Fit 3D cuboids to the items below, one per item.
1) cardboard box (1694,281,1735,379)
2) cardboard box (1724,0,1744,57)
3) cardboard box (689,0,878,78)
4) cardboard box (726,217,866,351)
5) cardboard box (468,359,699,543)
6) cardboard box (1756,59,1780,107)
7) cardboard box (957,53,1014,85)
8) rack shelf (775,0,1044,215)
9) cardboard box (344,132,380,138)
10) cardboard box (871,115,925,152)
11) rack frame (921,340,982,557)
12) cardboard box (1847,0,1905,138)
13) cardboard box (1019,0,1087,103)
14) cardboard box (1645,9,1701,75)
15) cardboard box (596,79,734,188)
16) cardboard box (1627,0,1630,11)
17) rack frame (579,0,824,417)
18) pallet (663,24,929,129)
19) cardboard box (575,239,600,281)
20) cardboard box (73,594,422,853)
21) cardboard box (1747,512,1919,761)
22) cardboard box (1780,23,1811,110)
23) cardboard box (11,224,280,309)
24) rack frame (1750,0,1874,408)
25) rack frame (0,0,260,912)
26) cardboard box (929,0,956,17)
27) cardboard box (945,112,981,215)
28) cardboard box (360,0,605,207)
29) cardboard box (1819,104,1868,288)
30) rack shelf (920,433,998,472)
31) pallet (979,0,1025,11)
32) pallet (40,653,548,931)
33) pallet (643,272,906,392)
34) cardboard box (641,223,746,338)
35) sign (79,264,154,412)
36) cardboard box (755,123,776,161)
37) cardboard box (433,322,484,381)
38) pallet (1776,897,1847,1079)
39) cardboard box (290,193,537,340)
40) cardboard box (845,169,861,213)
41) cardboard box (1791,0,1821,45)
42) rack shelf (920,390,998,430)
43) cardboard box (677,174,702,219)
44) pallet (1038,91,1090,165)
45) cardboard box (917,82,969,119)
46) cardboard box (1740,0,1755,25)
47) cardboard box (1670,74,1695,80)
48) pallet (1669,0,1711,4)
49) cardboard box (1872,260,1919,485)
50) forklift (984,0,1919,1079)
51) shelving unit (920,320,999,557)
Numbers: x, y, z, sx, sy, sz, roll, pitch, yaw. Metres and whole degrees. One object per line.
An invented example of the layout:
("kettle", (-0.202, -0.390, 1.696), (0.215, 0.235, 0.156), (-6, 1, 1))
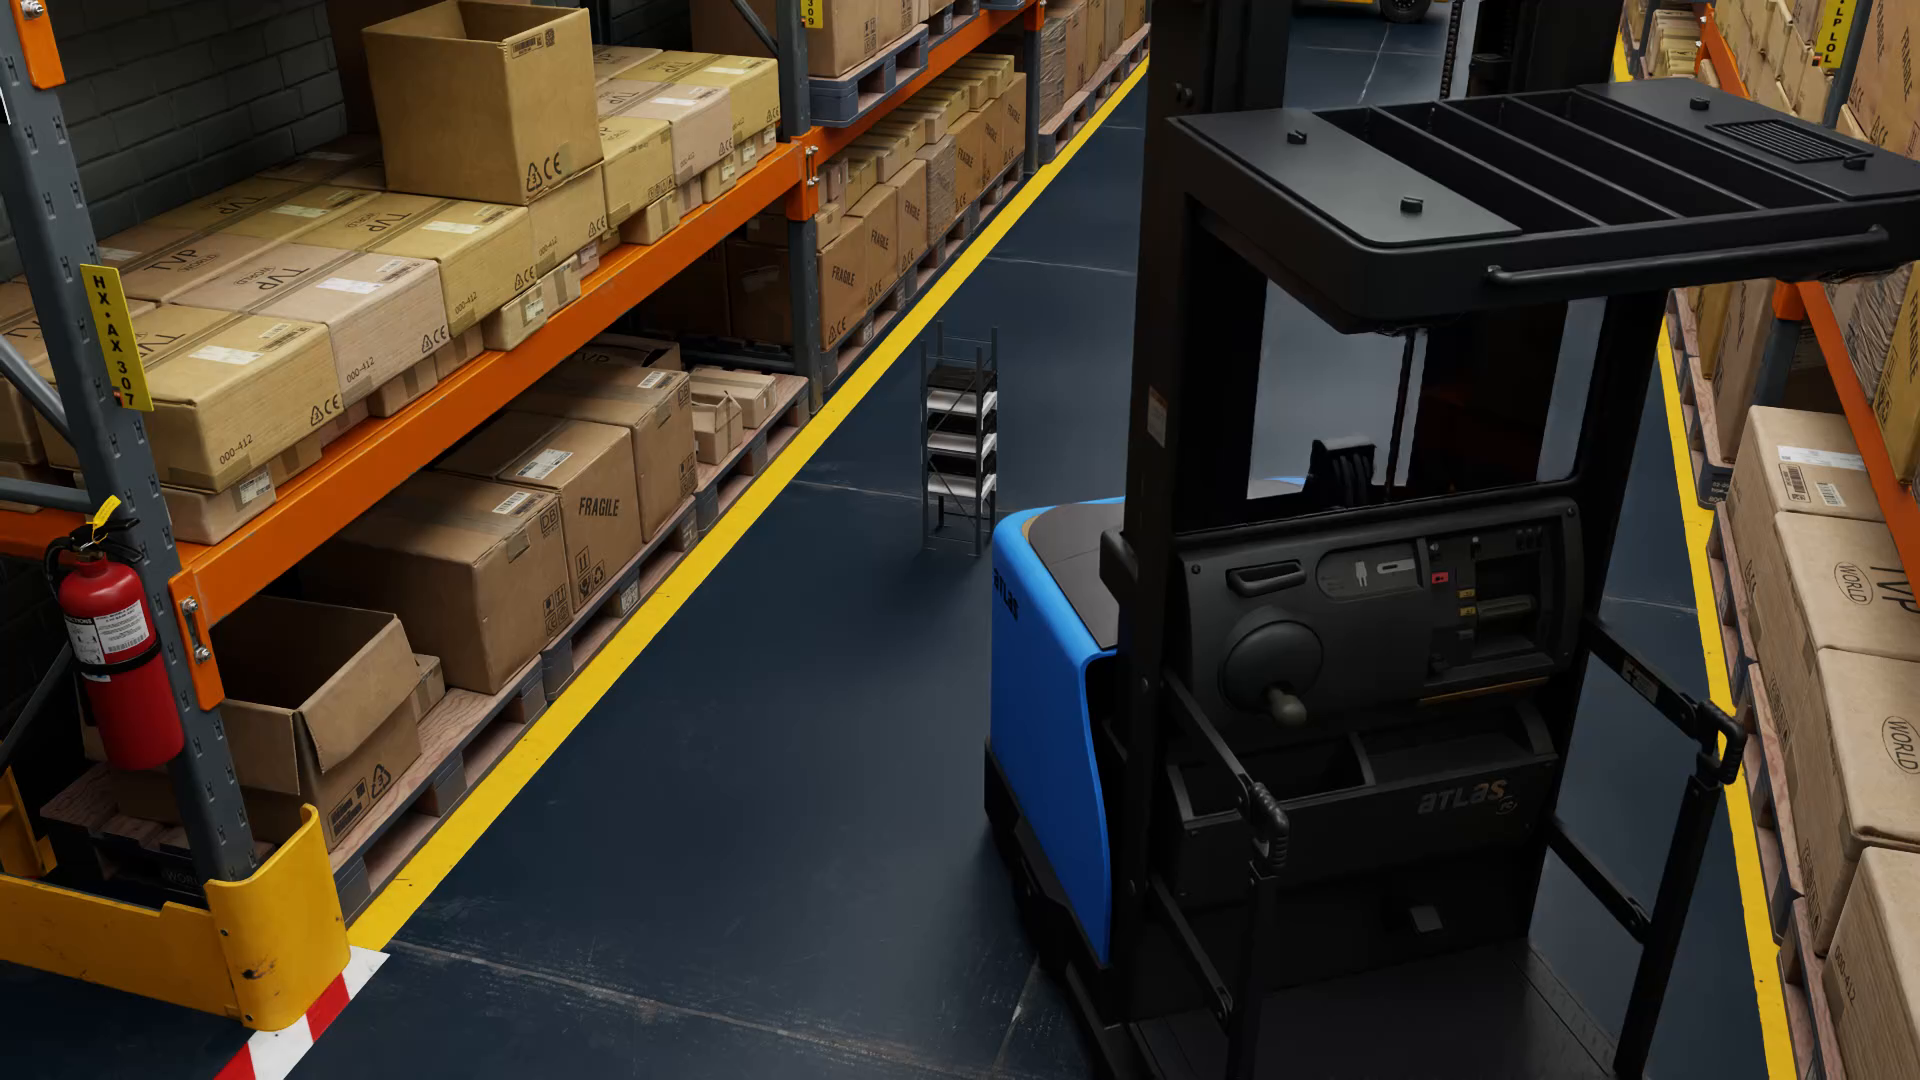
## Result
("cardboard box", (3.966, -1.255, 7.674), (0.875, 0.875, 0.875), (9, 30, 16))
("cardboard box", (4.259, -2.640, 8.565), (0.500, 0.250, 0.500), (8, 30, 13))
("cardboard box", (-0.787, -2.406, 7.455), (0.700, 0.500, 0.500), (9, 30, 16))
("cardboard box", (-0.786, -1.270, 8.087), (0.500, 0.500, 0.500), (10, 31, 17))
("cardboard box", (-1.454, -0.363, 6.457), (0.700, 0.500, 0.500), (7, 30, 13))
("cardboard box", (3.811, -1.927, 7.282), (0.500, 0.250, 0.500), (8, 30, 14))
("cardboard box", (0.128, -2.954, 10.447), (0.380, 0.149, 0.250), (7, 30, 12))
("rack shelf", (-0.556, -2.601, 9.080), (1.077, 0.370, 4.000), (8, 30, 15))
("cardboard box", (-1.841, -1.385, 6.003), (0.500, 0.250, 0.500), (9, 30, 16))
("cardboard box", (-0.409, -2.235, 9.154), (0.380, 0.149, 0.250), (9, 30, 15))
("rack frame", (-0.032, -0.342, 6.440), (0.240, 0.900, 0.006), (8, 30, 15))
("cardboard box", (3.232, -1.573, 5.361), (0.500, 0.500, 0.500), (9, 30, 15))
("cardboard box", (0.411, -3.583, 12.117), (0.875, 0.625, 0.625), (9, 30, 17))
("cardboard box", (5.800, -3.788, 12.746), (0.950, 0.372, 0.625), (9, 30, 16))
("cardboard box", (-1.192, -1.544, 6.288), (0.500, 0.250, 0.500), (9, 30, 15))
("cardboard box", (6.168, -4.777, 14.648), (0.500, 0.250, 0.500), (9, 30, 16))
("rack frame", (-1.143, -1.986, 7.235), (1.000, 3.000, 0.127), (8, 30, 15))
("pallet", (-0.804, -2.258, 7.921), (1.003, 0.211, 1.213), (8, 30, 15))
("cardboard box", (-1.465, -0.978, 5.680), (0.380, 0.149, 0.250), (8, 30, 15))
("cardboard box", (-2.047, 0.509, 4.885), (0.797, 0.503, 0.637), (7, 30, 13))
("cardboard box", (3.054, 0.349, 5.240), (0.875, 0.438, 0.875), (8, 30, 13))
("cardboard box", (3.640, -1.905, 6.730), (0.500, 0.250, 0.500), (9, 30, 16))
("cardboard box", (-2.283, -0.683, 4.740), (0.500, 0.250, 0.500), (9, 30, 15))
("rack frame", (3.603, -1.280, 5.965), (1.000, 3.000, 0.127), (8, 30, 15))
("rack frame", (-2.317, -0.127, 3.893), (1.000, 3.000, 0.127), (8, 30, 15))
("cardboard box", (-0.405, -3.012, 8.543), (0.700, 0.500, 0.500), (8, 30, 15))
("cardboard box", (-0.196, -2.234, 9.820), (0.500, 0.500, 0.500), (10, 31, 17))
("cardboard box", (-1.487, -1.389, 5.238), (0.500, 0.500, 0.500), (9, 30, 16))
("cardboard box", (3.215, -1.143, 5.615), (0.500, 0.500, 0.500), (9, 30, 17))
("rack shelf", (-0.002, -0.360, 6.541), (0.258, 0.077, 0.200), (8, 30, 15))
("pallet", (-0.101, -3.436, 10.039), (1.213, 0.211, 1.003), (8, 30, 15))
("pallet", (-2.062, 0.686, 5.301), (1.003, 0.211, 1.213), (8, 30, 15))
("pallet", (-0.941, -1.151, 8.602), (1.003, 0.211, 1.213), (8, 30, 15))
("cardboard box", (-1.282, -1.348, 8.226), (0.500, 0.500, 0.500), (8, 30, 15))
("sign", (-1.798, -0.428, 3.544), (0.100, 0.325, 0.005), (8, 30, 15))
("cardboard box", (-0.995, -1.692, 6.965), (0.380, 0.149, 0.250), (9, 30, 16))
("cardboard box", (-1.679, -0.616, 5.030), (0.380, 0.149, 0.250), (9, 30, 16))
("pallet", (2.589, 1.415, 3.989), (1.003, 0.211, 1.213), (8, 30, 15))
("cardboard box", (-1.633, -0.834, 5.013), (0.500, 0.250, 0.500), (8, 30, 14))
("cardboard box", (-0.712, -1.750, 8.283), (0.380, 0.149, 0.250), (7, 30, 12))
("cardboard box", (3.639, -2.245, 6.569), (0.500, 0.500, 0.500), (9, 30, 16))
("rack shelf", (-0.002, -0.518, 6.453), (0.258, 0.077, 0.200), (8, 30, 15))
("cardboard box", (-1.207, -1.326, 6.306), (0.380, 0.149, 0.250), (9, 30, 16))
("pallet", (0.310, -3.003, 11.932), (1.003, 0.211, 1.213), (8, 30, 15))
("cardboard box", (-0.163, -2.590, 9.793), (0.380, 0.149, 0.250), (9, 30, 16))
("cardboard box", (4.081, -2.621, 8.016), (0.500, 0.250, 0.500), (8, 30, 15))
("cardboard box", (5.161, -2.779, 10.931), (0.950, 0.372, 0.625), (8, 30, 14))
("pallet", (4.884, -3.401, 9.975), (1.213, 0.211, 1.003), (8, 30, 15))
("cardboard box", (2.760, -0.440, 4.352), (0.500, 0.500, 0.500), (9, 30, 16))
("forklift", (0.975, 0.203, 3.371), (1.130, 2.935, 3.031), (-8, 30, -14))
("shelving unit", (-0.002, -0.389, 6.524), (0.258, 0.900, 0.210), (8, 30, 15))
